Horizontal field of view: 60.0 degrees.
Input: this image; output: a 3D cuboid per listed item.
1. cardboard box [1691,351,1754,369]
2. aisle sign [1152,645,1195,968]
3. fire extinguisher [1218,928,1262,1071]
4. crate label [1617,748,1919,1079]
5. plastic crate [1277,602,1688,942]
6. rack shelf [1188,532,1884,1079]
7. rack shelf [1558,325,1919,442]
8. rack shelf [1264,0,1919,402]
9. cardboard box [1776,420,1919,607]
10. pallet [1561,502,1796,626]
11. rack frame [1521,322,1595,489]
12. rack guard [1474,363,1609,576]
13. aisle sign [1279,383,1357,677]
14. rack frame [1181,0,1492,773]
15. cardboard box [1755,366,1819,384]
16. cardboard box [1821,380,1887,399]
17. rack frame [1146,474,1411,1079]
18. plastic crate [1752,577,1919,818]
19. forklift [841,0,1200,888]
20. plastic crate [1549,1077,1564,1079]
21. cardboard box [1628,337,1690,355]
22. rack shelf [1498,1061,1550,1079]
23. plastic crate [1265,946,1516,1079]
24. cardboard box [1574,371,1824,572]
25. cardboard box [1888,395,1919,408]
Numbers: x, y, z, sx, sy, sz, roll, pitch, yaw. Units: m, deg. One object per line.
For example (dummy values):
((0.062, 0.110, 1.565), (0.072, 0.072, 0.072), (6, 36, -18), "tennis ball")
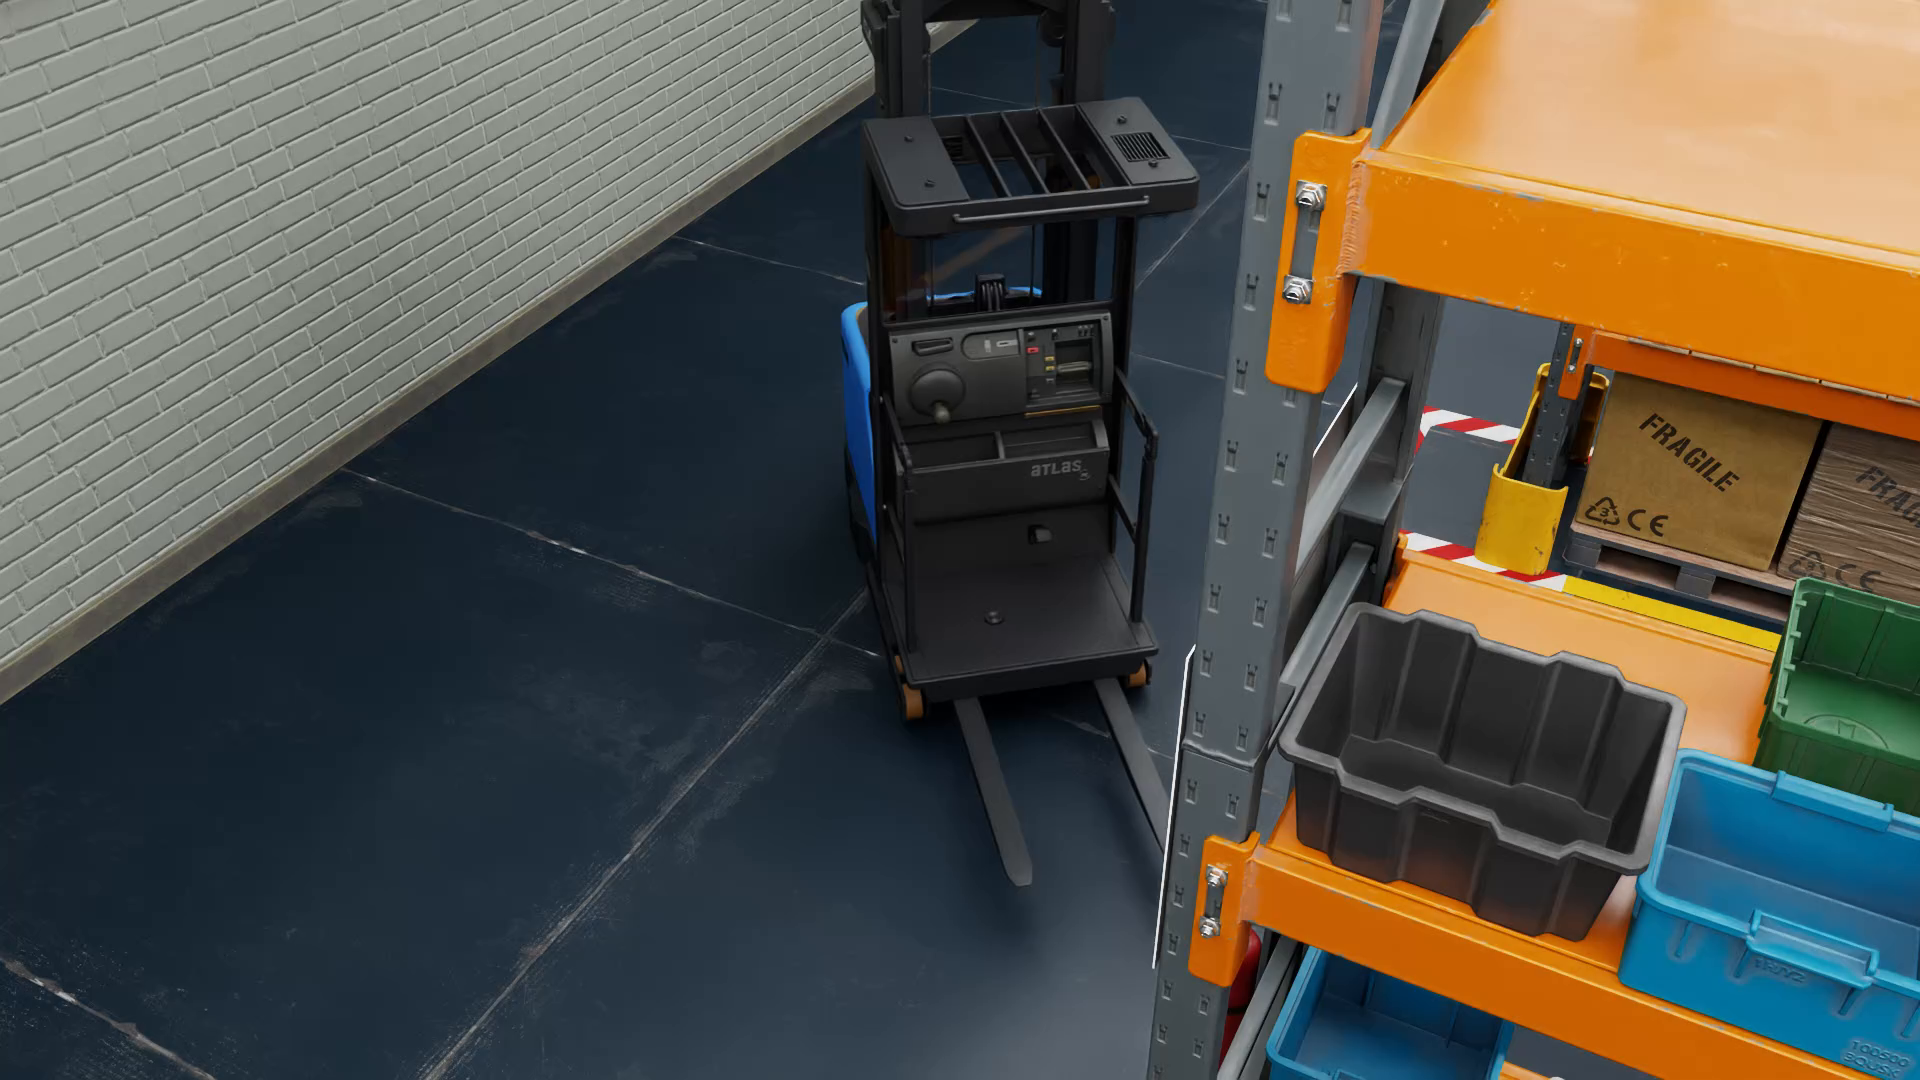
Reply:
((3.331, -0.915, 7.182), (0.250, 0.149, 0.380), (17, 40, 21), "cardboard box")
((0.461, 0.402, 3.089), (0.004, 0.787, 0.394), (17, 41, 21), "aisle sign")
((0.737, 1.191, 4.572), (0.183, 0.674, 0.296), (17, 41, 21), "fire extinguisher")
((1.332, 0.592, 2.631), (0.502, 0.251, 0.408), (17, 41, 21), "crate label")
((0.875, 0.412, 2.854), (0.590, 0.269, 0.497), (17, 41, 21), "plastic crate")
((2.438, 0.946, 2.637), (4.000, 0.370, 1.077), (17, 41, 21), "rack shelf")
((4.715, -0.519, 7.047), (4.000, 0.370, 1.077), (17, 41, 21), "rack shelf")
((2.438, -0.090, 1.851), (4.000, 0.370, 1.077), (17, 41, 21), "rack shelf")
((4.353, -0.294, 7.567), (0.875, 0.875, 0.875), (17, 41, 21), "cardboard box")
((3.685, -0.070, 8.168), (1.213, 0.211, 1.003), (17, 41, 21), "pallet")
((2.939, -1.361, 7.562), (0.127, 3.000, 1.000), (17, 41, 21), "rack frame")
((2.918, -0.372, 8.327), (0.348, 0.500, 1.175), (17, 41, 21), "rack guard")
((0.733, 0.085, 3.507), (0.004, 0.787, 0.394), (17, 41, 21), "aisle sign")
((0.662, -1.092, 2.245), (0.127, 3.000, 1.000), (17, 41, 21), "rack frame")
((3.559, -0.844, 7.088), (0.250, 0.149, 0.380), (16, 40, 20), "cardboard box")
((3.791, -0.772, 6.994), (0.250, 0.149, 0.380), (17, 40, 21), "cardboard box")
((0.662, 1.298, 4.059), (0.127, 3.000, 1.000), (17, 41, 21), "rack frame")
((1.669, 0.309, 3.057), (0.336, 0.188, 0.450), (17, 41, 21), "plastic crate")
((0.221, -0.636, 6.664), (1.130, 2.935, 3.031), (-7, 38, -10), "forklift")
((1.469, 1.509, 3.950), (0.243, 0.136, 0.396), (17, 41, 21), "plastic crate")
((3.103, -0.985, 7.275), (0.250, 0.149, 0.380), (18, 41, 22), "cardboard box")
((2.438, 2.141, 3.544), (4.000, 0.370, 1.077), (17, 41, 21), "rack shelf")
((1.045, 1.253, 4.040), (0.499, 0.435, 0.616), (17, 41, 21), "plastic crate")
((3.545, -0.547, 7.900), (0.875, 0.875, 0.875), (17, 41, 21), "cardboard box")
((4.016, -0.701, 6.900), (0.250, 0.149, 0.380), (17, 40, 21), "cardboard box")
